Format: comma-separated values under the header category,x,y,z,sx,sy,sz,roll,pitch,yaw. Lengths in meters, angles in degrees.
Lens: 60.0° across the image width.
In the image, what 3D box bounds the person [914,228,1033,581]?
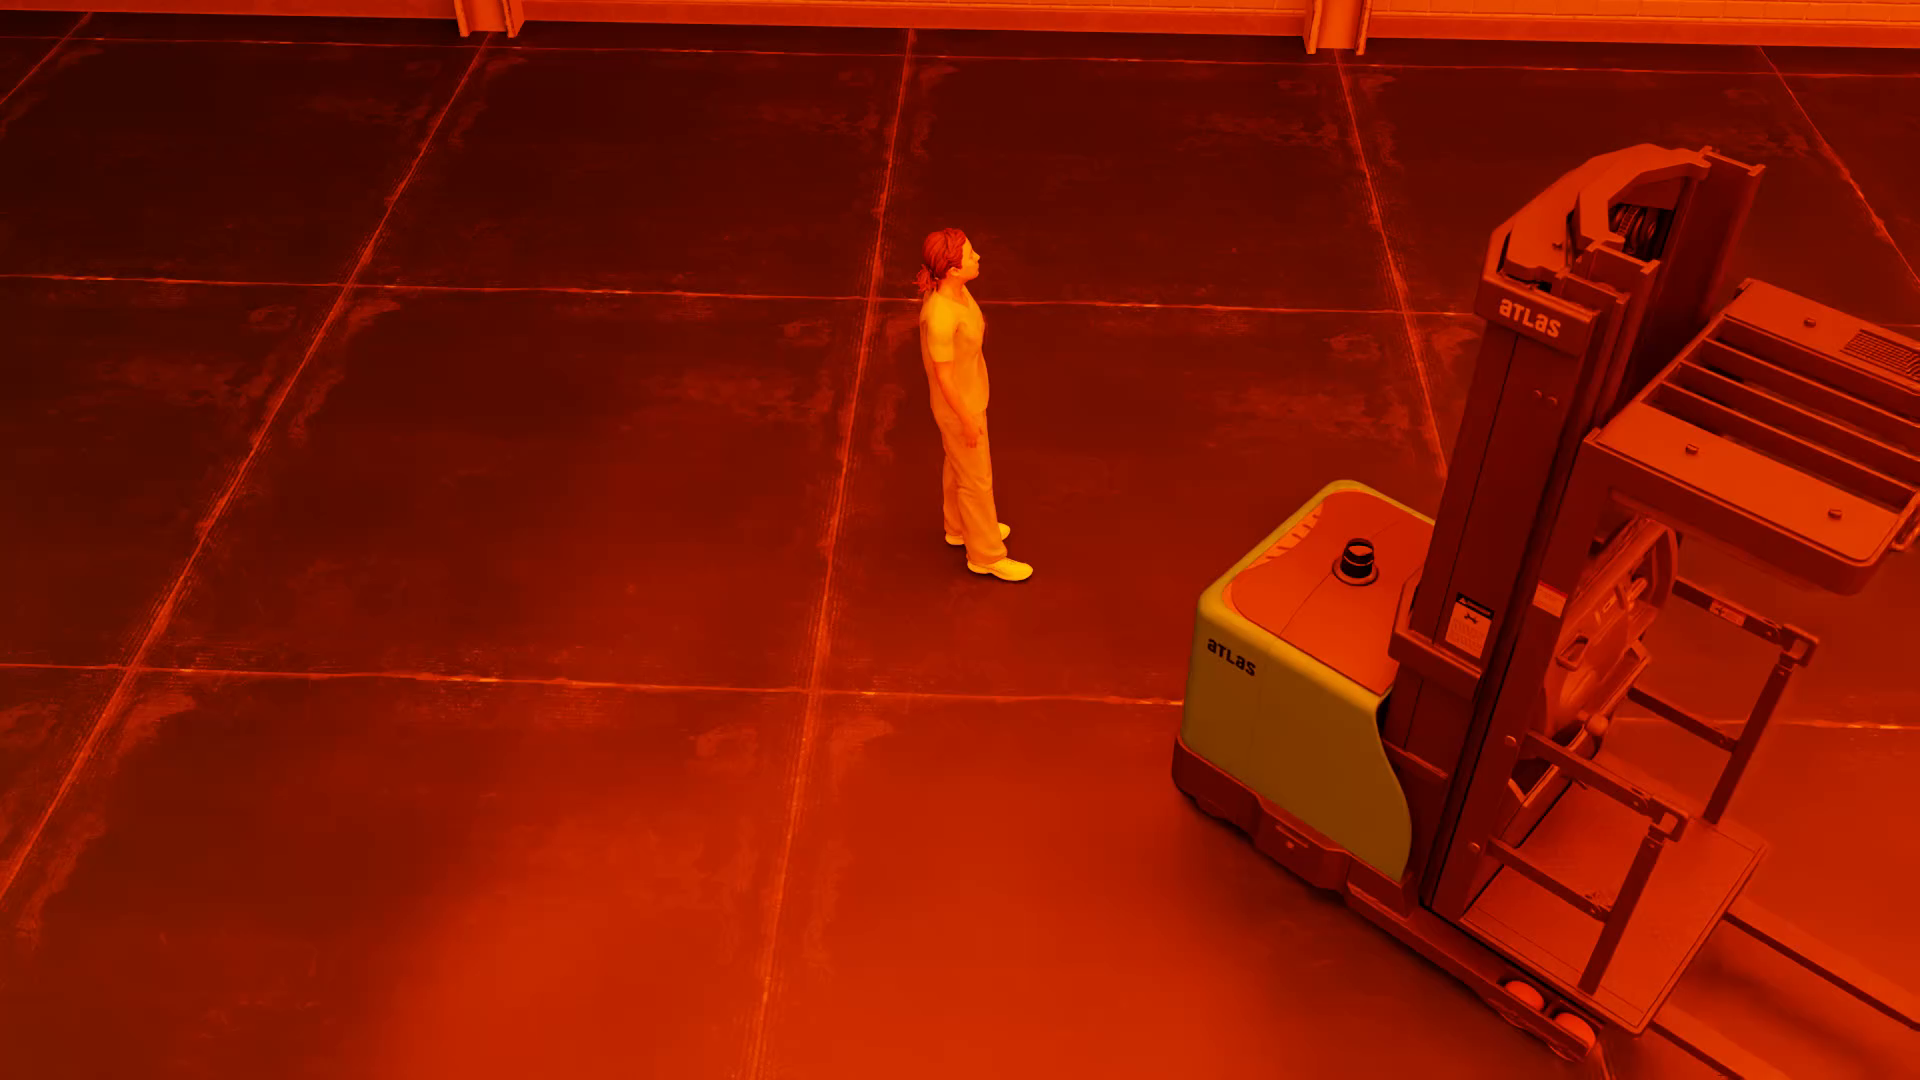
category,x,y,z,sx,sy,sz,roll,pitch,yaw
person,0.073,-0.613,7.334,0.549,1.675,0.550,2,42,2

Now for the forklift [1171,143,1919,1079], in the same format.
category,x,y,z,sx,sy,sz,roll,pitch,yaw
forklift,2.286,0.355,5.353,3.031,2.935,1.130,32,51,30
